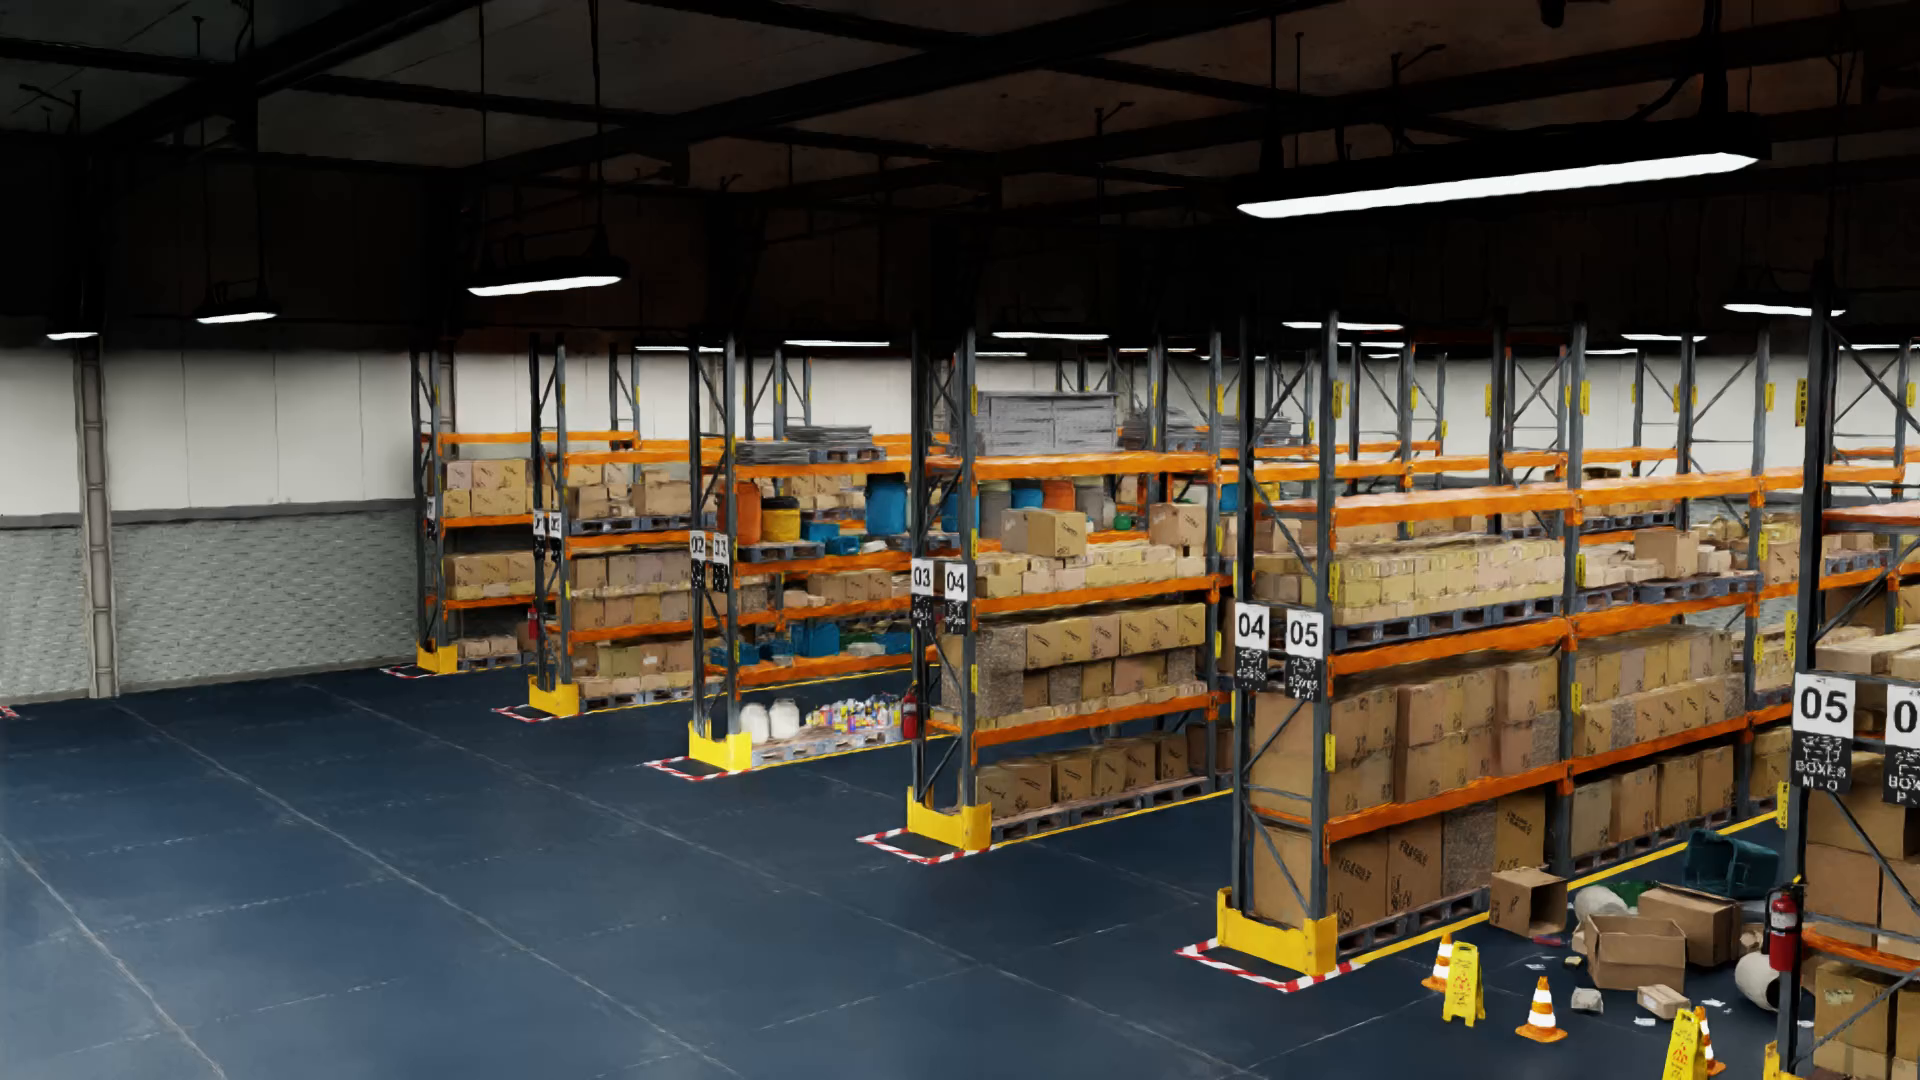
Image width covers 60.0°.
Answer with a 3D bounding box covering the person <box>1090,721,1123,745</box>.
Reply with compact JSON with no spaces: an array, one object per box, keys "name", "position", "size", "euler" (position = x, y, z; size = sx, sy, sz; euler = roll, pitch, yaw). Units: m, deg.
[{"name":"person","position":[2.014,2.219,22.643],"size":[0.574,1.726,0.677],"euler":[-4,7,-40]}]
